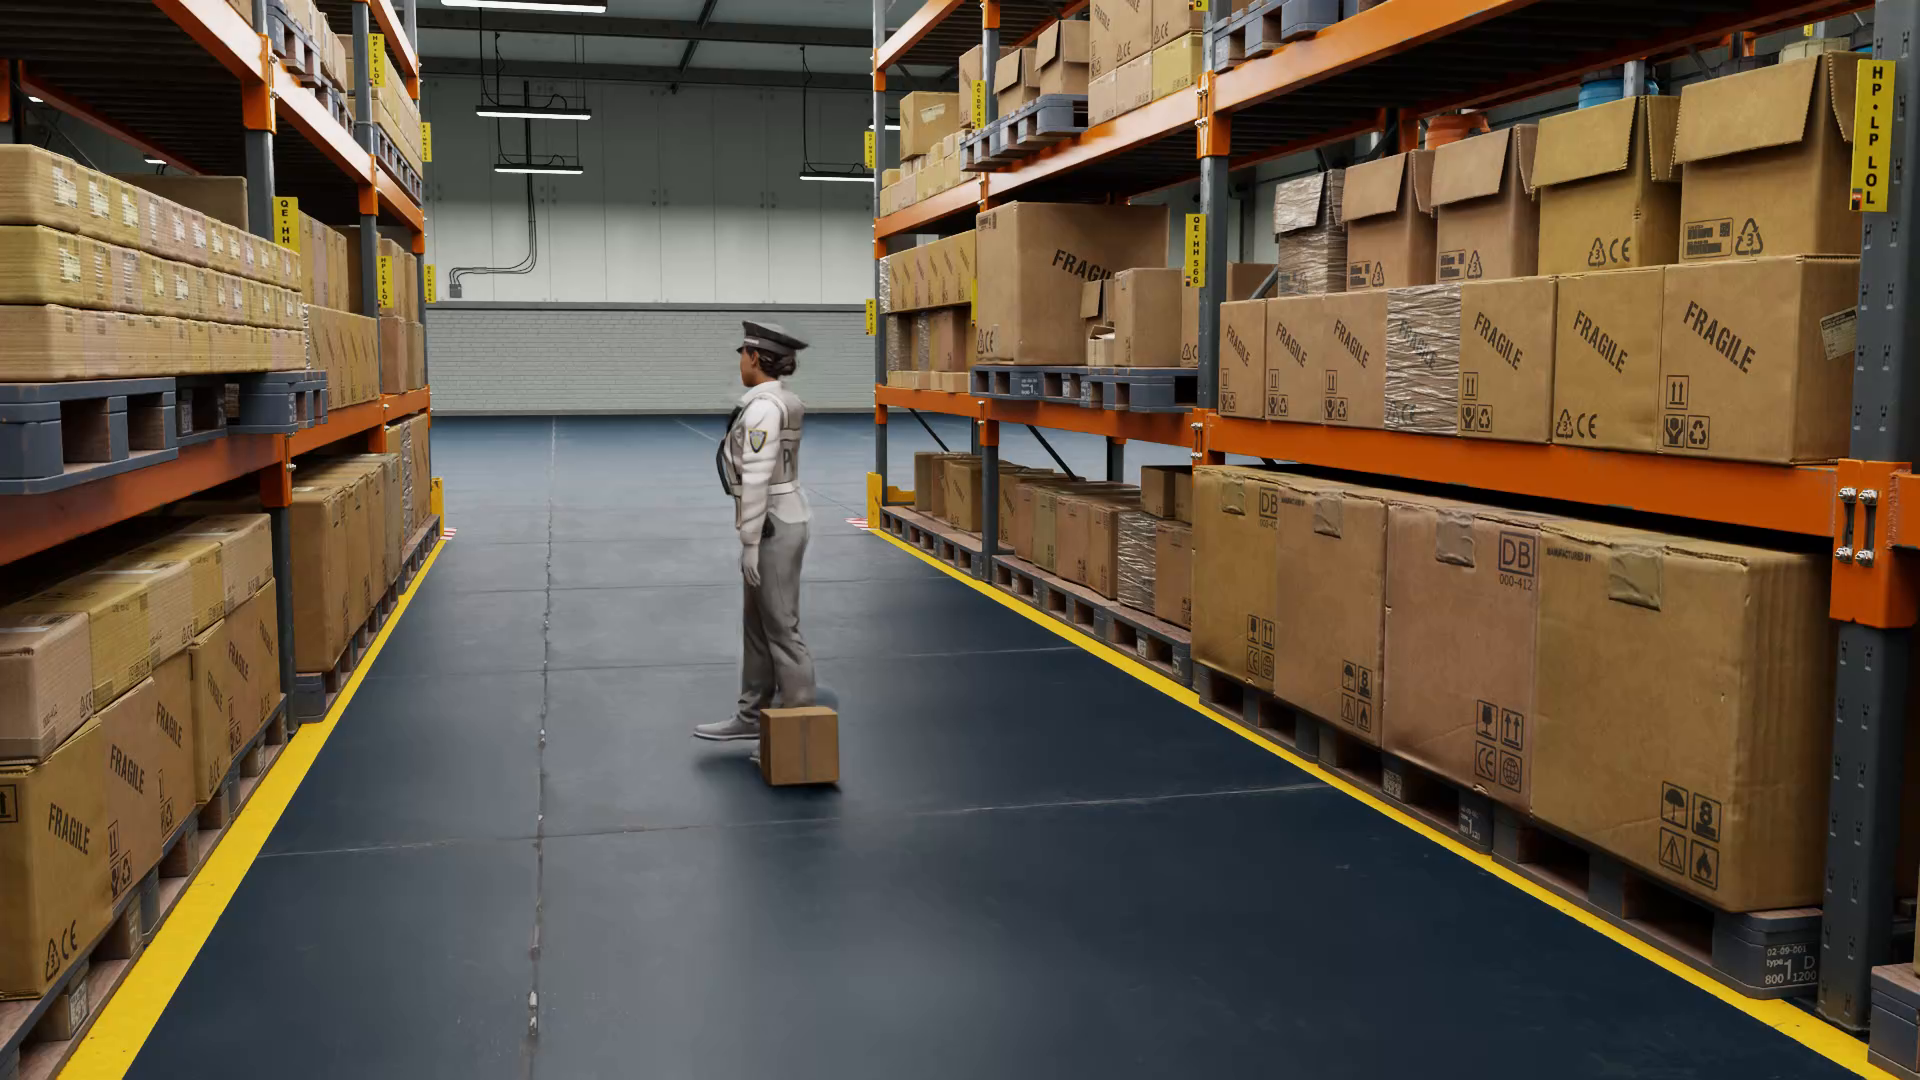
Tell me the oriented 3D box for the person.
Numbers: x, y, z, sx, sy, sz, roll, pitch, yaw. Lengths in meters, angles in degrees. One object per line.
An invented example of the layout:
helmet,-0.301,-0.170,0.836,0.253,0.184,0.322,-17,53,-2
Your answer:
person,-0.803,-0.007,6.457,0.511,1.682,0.538,0,6,1
